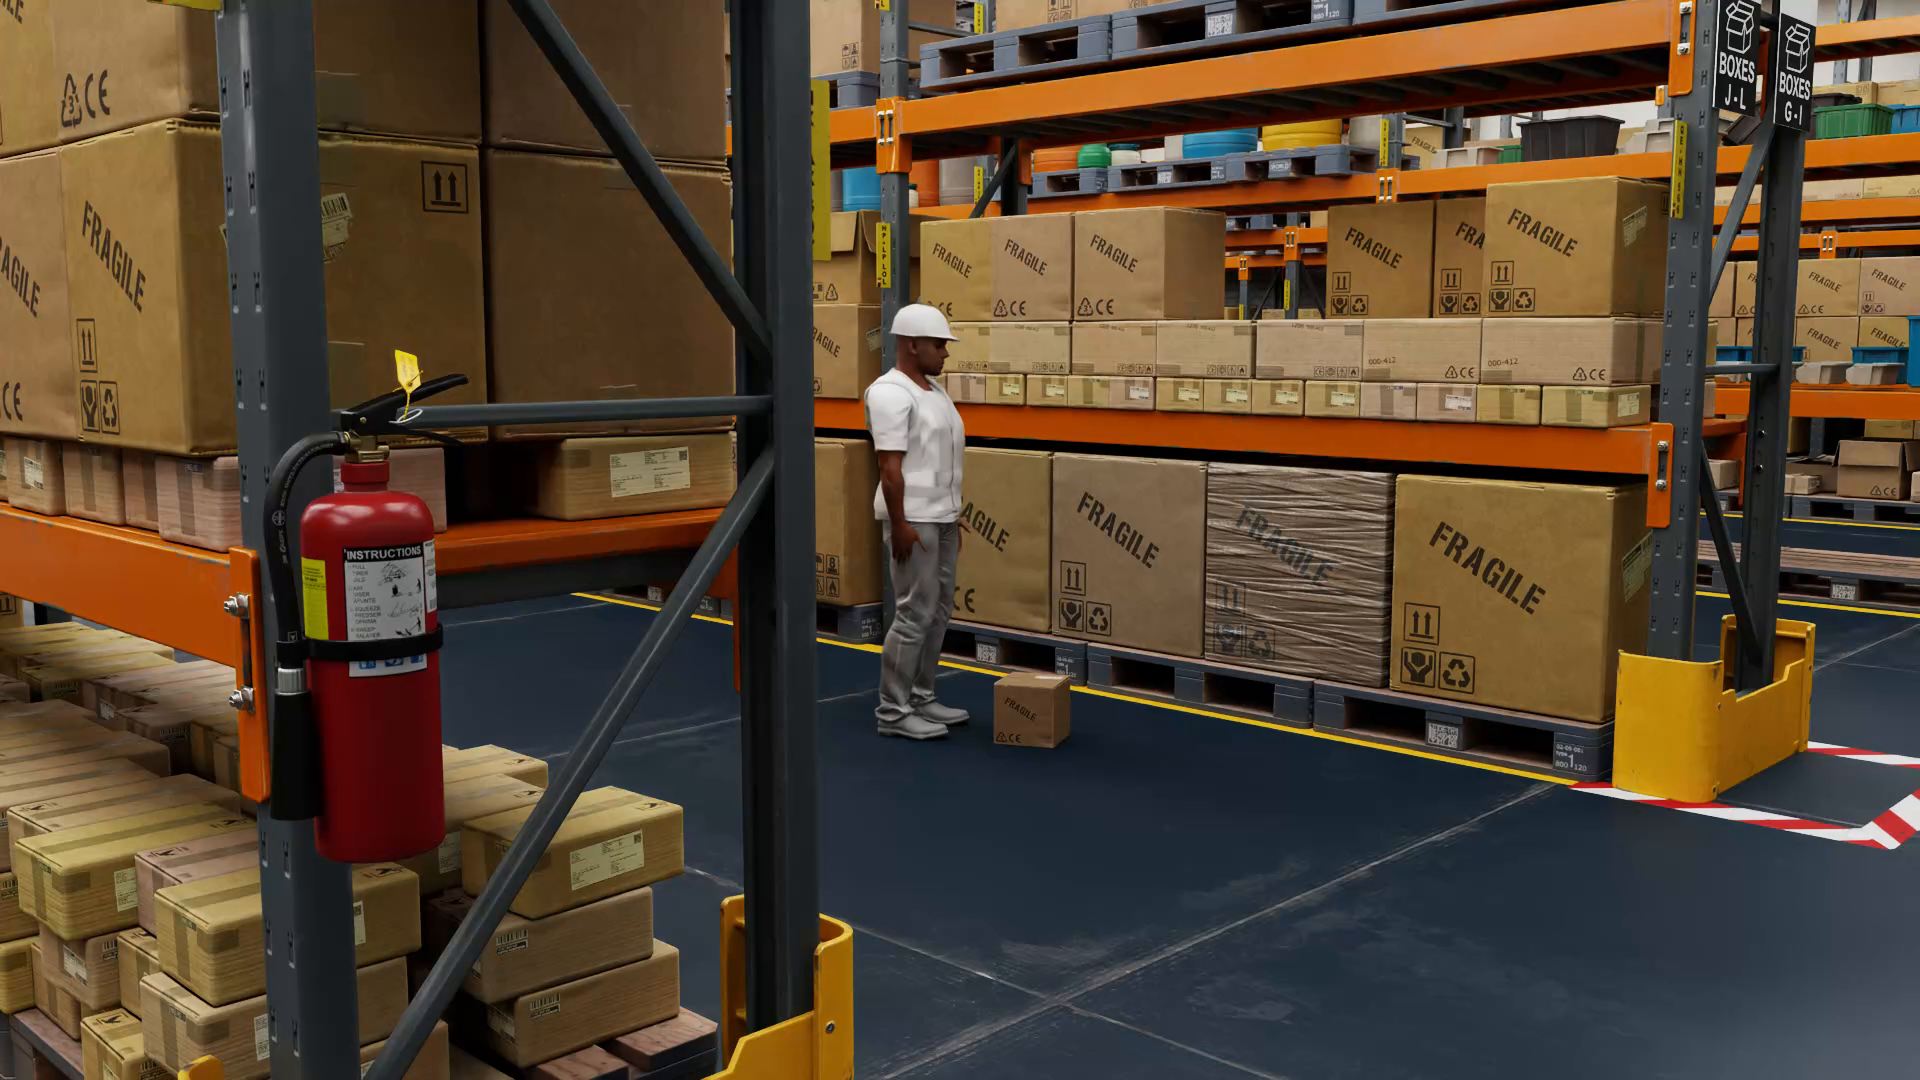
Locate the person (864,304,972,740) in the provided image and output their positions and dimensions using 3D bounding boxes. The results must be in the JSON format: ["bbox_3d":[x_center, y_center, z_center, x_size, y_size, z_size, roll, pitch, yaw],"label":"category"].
[{"bbox_3d":[-0.164,-0.087,6.871,0.360,1.763,0.566,3,7,20],"label":"person"}]
